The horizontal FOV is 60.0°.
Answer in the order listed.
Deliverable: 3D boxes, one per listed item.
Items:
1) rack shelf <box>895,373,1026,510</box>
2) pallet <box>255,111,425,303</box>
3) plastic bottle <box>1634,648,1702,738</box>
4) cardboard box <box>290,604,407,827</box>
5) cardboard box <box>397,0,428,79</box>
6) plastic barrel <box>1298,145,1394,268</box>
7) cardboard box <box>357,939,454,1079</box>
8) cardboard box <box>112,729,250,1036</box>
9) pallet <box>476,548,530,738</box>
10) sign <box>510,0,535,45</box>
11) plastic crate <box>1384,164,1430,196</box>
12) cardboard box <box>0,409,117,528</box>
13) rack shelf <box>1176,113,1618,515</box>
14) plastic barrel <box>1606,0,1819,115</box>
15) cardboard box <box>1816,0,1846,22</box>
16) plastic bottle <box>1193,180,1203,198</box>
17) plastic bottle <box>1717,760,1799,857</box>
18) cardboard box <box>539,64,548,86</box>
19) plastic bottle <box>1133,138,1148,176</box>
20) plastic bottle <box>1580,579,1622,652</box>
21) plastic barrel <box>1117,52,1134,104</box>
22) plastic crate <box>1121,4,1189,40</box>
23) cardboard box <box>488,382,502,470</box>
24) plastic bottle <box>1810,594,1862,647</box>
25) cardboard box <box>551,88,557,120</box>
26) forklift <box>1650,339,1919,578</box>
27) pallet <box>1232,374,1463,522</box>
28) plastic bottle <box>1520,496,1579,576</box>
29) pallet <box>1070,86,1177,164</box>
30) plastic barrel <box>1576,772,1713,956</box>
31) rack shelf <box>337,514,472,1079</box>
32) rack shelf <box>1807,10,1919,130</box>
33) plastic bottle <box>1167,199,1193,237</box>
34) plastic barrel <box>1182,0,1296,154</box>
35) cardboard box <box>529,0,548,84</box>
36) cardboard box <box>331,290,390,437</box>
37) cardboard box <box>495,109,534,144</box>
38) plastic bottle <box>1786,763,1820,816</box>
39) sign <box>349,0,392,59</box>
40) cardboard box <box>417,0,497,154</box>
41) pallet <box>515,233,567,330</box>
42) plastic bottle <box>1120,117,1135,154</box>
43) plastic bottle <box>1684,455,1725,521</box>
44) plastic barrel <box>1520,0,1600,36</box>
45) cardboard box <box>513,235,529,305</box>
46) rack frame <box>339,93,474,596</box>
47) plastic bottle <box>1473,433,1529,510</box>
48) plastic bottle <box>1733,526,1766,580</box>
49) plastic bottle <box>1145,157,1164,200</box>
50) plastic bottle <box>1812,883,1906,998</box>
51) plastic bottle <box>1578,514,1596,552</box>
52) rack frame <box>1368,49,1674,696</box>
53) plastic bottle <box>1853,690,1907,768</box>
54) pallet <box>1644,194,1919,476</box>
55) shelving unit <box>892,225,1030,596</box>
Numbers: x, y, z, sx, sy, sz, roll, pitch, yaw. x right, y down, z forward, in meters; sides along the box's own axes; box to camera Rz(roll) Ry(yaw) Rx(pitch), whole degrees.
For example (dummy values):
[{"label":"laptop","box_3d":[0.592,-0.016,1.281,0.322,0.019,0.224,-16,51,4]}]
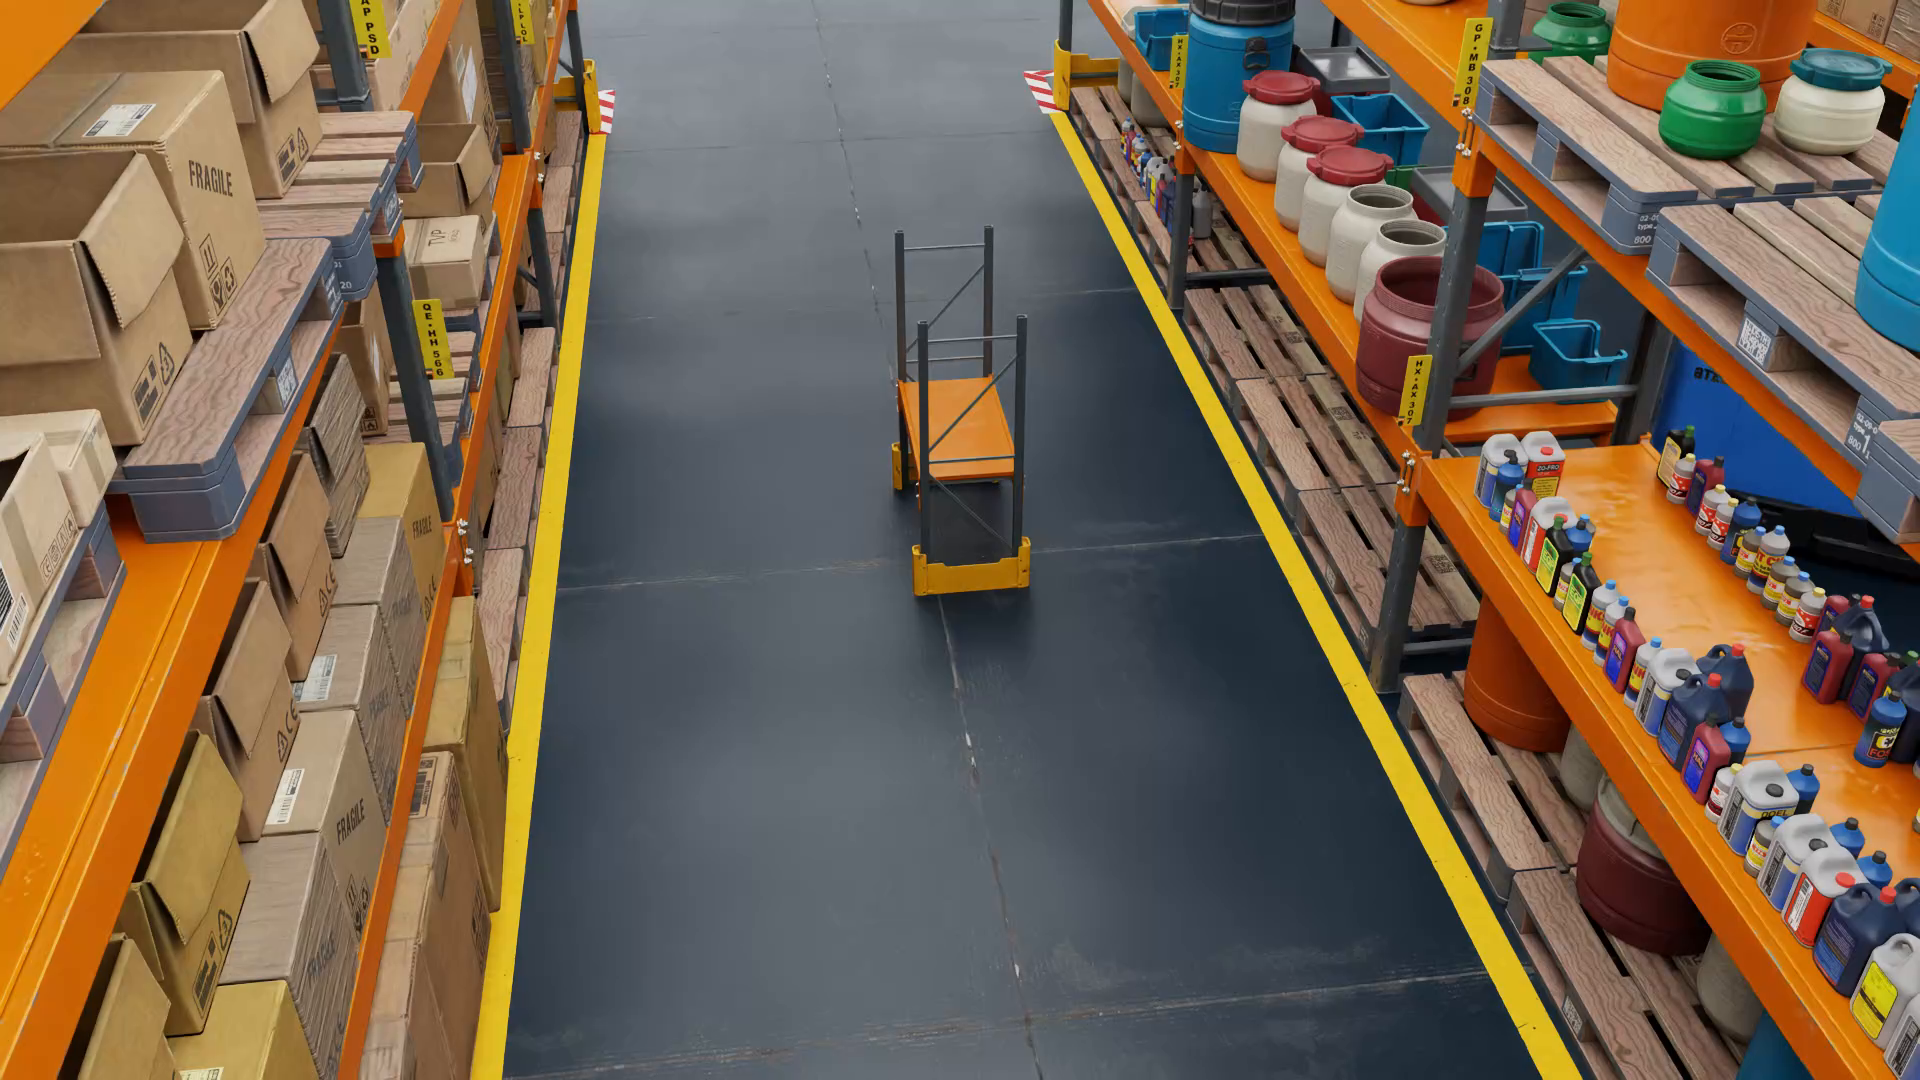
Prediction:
[{"label":"rack shelf","box_3d":[-0.011,-0.519,8.499,0.538,0.185,1.000,-4,35,-6]},{"label":"pallet","box_3d":[-2.354,-1.022,5.090,1.213,0.211,1.003,-3,34,-4]},{"label":"plastic bottle","box_3d":[2.339,0.500,5.463,0.152,0.276,0.135,-4,35,-6]},{"label":"cardboard box","box_3d":[-2.047,0.568,5.165,0.500,0.500,0.500,-5,35,-8]},{"label":"cardboard box","box_3d":[-2.373,-1.961,6.434,0.500,0.250,0.500,-4,34,-5]},{"label":"plastic barrel","box_3d":[1.945,-1.678,8.428,0.433,0.535,0.433,0,34,0]},{"label":"cardboard box","box_3d":[-2.182,1.867,4.861,1.225,0.875,0.875,-6,35,-8]},{"label":"cardboard box","box_3d":[-2.130,0.821,3.902,0.797,0.503,0.637,-4,34,-6]},{"label":"pallet","box_3d":[-2.597,0.500,7.828,1.003,0.211,1.213,-4,35,-6]},{"label":"sign","box_3d":[-2.482,-2.970,9.417,0.100,0.325,0.005,-4,35,-6]},{"label":"plastic crate","box_3d":[2.391,-1.785,8.894,0.450,0.188,0.662,-4,35,-6]},{"label":"cardboard box","box_3d":[-2.007,-0.135,3.471,0.380,0.149,0.250,-6,35,-8]},{"label":"rack shelf","box_3d":[2.146,-1.410,8.794,1.077,0.370,4.000,-4,35,-6]},{"label":"plastic barrel","box_3d":[2.488,-1.864,5.404,0.600,0.830,0.708,-4,35,-6]},{"label":"cardboard box","box_3d":[6.579,-4.059,11.953,0.700,0.500,0.500,-4,34,-6]},{"label":"plastic bottle","box_3d":[1.622,-2.349,11.562,0.152,0.276,0.135,-4,35,-6]},{"label":"plastic bottle","box_3d":[2.413,0.807,5.012,0.152,0.276,0.135,-4,35,-6]},{"label":"cardboard box","box_3d":[-2.880,-3.046,10.779,0.380,0.149,0.250,-4,35,-6]},{"label":"plastic bottle","box_3d":[1.333,-2.827,12.267,0.097,0.271,0.097,0,34,0]},{"label":"plastic bottle","box_3d":[2.252,0.256,5.824,0.097,0.271,0.097,0,34,0]},{"label":"plastic barrel","box_3d":[1.503,-3.839,13.556,0.421,0.512,0.421,0,34,0]},{"label":"plastic crate","box_3d":[1.407,-3.601,11.605,0.530,0.136,0.437,-4,35,-6]},{"label":"cardboard box","box_3d":[-2.849,-0.673,8.903,0.700,0.500,0.500,-7,35,-10]},{"label":"plastic bottle","box_3d":[3.046,0.289,5.767,0.061,0.283,0.133,-4,35,-6]},{"label":"cardboard box","box_3d":[-3.502,-3.471,13.026,0.500,0.500,0.500,2,34,2]},{"label":"forklift","box_3d":[5.165,-1.210,7.922,3.031,2.935,1.130,15,37,21]},{"label":"pallet","box_3d":[2.188,-0.553,9.374,1.003,0.211,1.213,-4,35,-6]},{"label":"plastic bottle","box_3d":[2.215,-0.015,6.219,0.152,0.276,0.135,-4,35,-6]},{"label":"pallet","box_3d":[1.500,-3.410,13.567,1.003,0.211,1.213,-4,35,-6]},{"label":"plastic barrel","box_3d":[2.649,1.134,6.191,0.600,0.588,0.708,-4,35,-6]},{"label":"rack shelf","box_3d":[-2.224,1.198,4.968,1.077,0.370,4.000,-4,35,-6]},{"label":"rack shelf","box_3d":[6.517,-4.015,12.617,1.077,0.370,4.000,-4,35,-6]},{"label":"plastic bottle","box_3d":[1.505,-2.248,11.346,0.144,0.351,0.185,-5,35,-8]},{"label":"plastic barrel","box_3d":[1.628,-2.792,9.738,0.600,0.901,0.708,-4,35,-6]},{"label":"cardboard box","box_3d":[-3.063,-3.150,10.355,0.875,0.500,0.500,-4,35,-6]},{"label":"cardboard box","box_3d":[-2.606,-0.729,6.694,0.500,0.500,0.500,-9,35,-12]},{"label":"cardboard box","box_3d":[-2.762,-2.487,9.959,0.380,0.149,0.250,-4,35,-6]},{"label":"plastic bottle","box_3d":[2.534,0.789,5.042,0.097,0.271,0.097,0,34,0]},{"label":"sign","box_3d":[-1.942,-1.739,5.445,0.100,0.325,0.005,-4,35,-6]},{"label":"cardboard box","box_3d":[-3.063,-2.415,8.725,1.000,1.000,1.000,-4,34,-6]},{"label":"pallet","box_3d":[-3.157,-1.668,11.010,1.003,0.211,1.213,-4,35,-6]},{"label":"plastic bottle","box_3d":[1.274,-3.074,12.629,0.097,0.271,0.097,0,34,0]},{"label":"plastic bottle","box_3d":[2.923,-0.220,6.514,0.061,0.283,0.133,-4,35,-6]},{"label":"plastic barrel","box_3d":[2.519,-2.512,6.664,0.600,0.901,0.600,0,34,0]},{"label":"cardboard box","box_3d":[-3.045,-1.815,10.596,0.500,0.500,0.500,-5,35,-8]},{"label":"rack frame","box_3d":[-2.493,-0.216,6.403,1.000,3.000,0.127,-4,35,-6]},{"label":"plastic bottle","box_3d":[2.153,-0.274,6.598,0.152,0.276,0.135,-4,35,-6]},{"label":"plastic bottle","box_3d":[2.960,0.042,6.201,0.097,0.201,0.097,0,34,0]},{"label":"plastic bottle","box_3d":[1.417,-2.595,11.922,0.152,0.276,0.135,-4,34,-6]},{"label":"plastic bottle","box_3d":[2.480,1.070,4.560,0.144,0.351,0.185,-4,35,-6]},{"label":"plastic bottle","box_3d":[2.336,-0.005,6.269,0.097,0.201,0.097,0,34,0]},{"label":"rack frame","box_3d":[2.415,-0.591,6.953,1.000,3.000,0.127,-4,35,-6]},{"label":"plastic bottle","box_3d":[2.955,0.597,5.325,0.097,0.271,0.097,0,34,0]},{"label":"pallet","box_3d":[2.595,-0.583,4.446,1.003,0.211,1.213,-4,35,-6]},{"label":"shelving unit","box_3d":[-0.010,-0.662,8.390,0.587,1.500,1.083,-4,35,-6]}]
